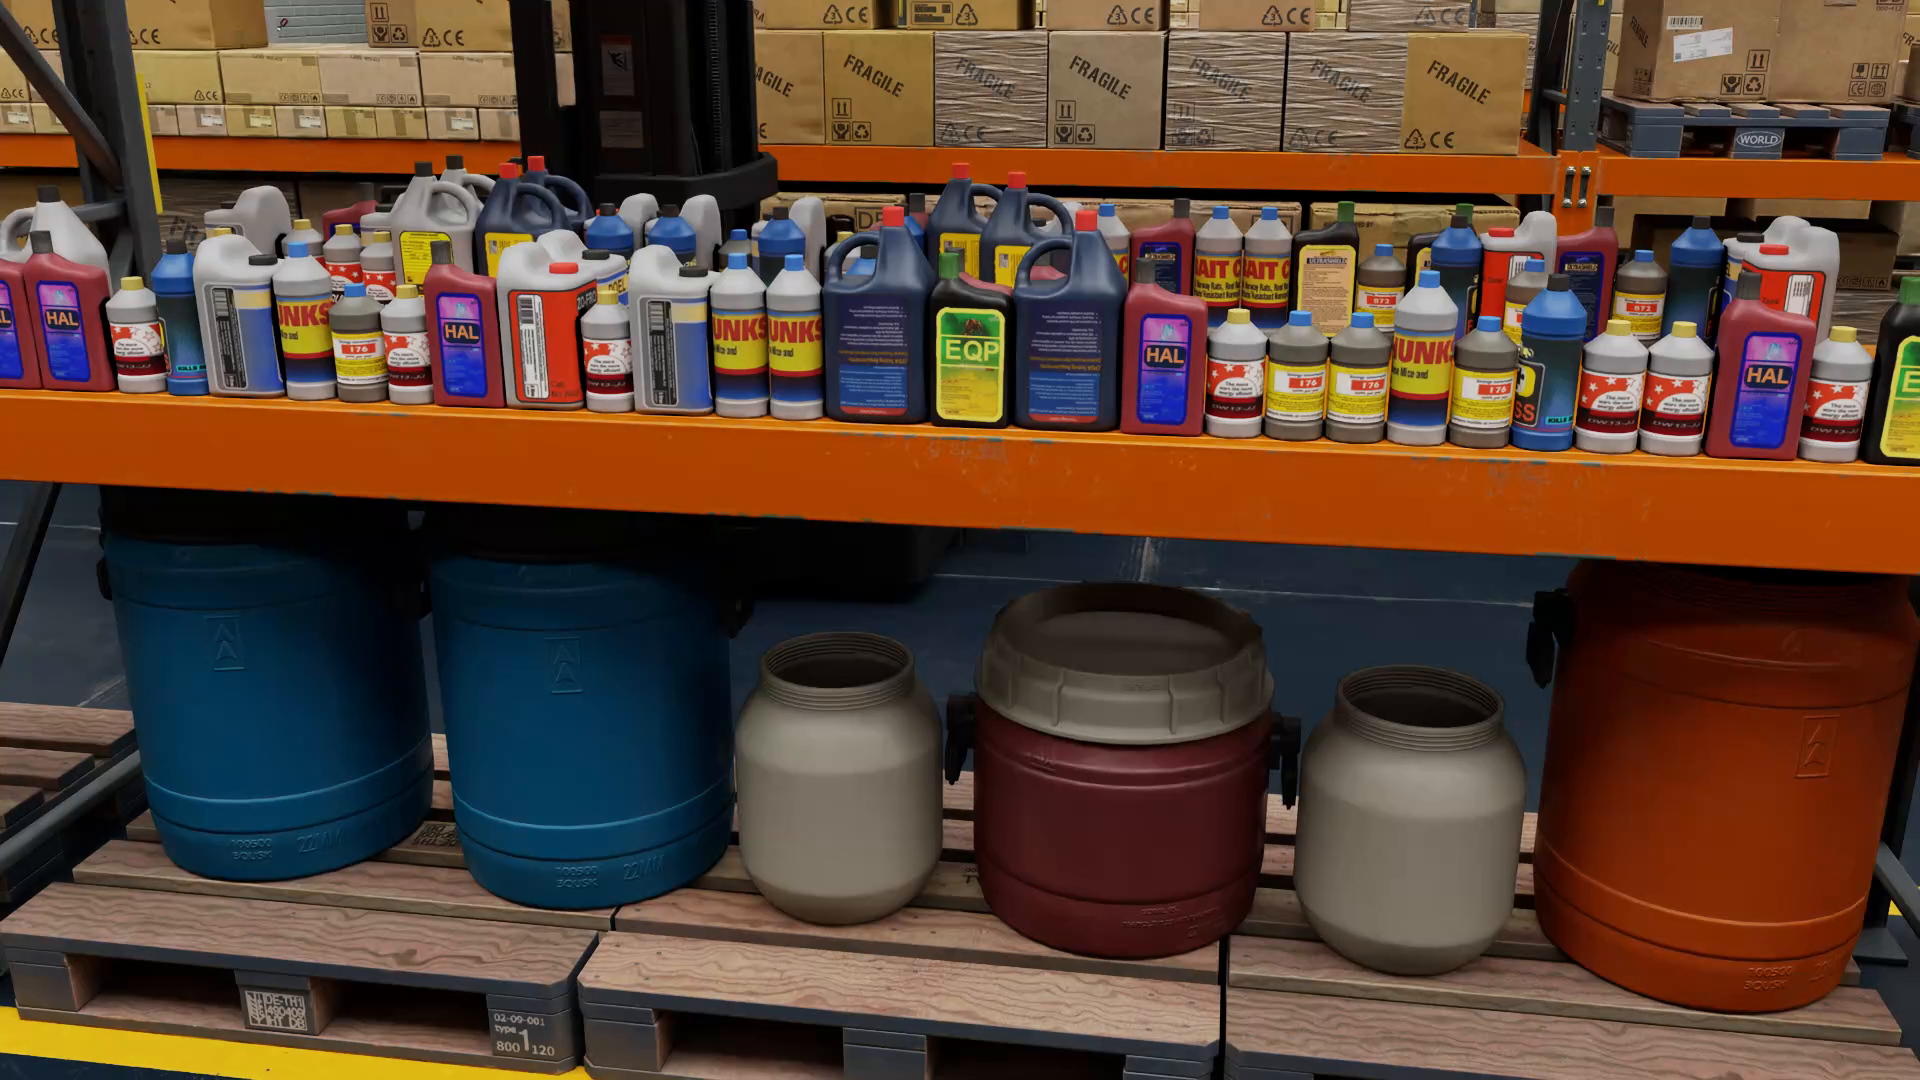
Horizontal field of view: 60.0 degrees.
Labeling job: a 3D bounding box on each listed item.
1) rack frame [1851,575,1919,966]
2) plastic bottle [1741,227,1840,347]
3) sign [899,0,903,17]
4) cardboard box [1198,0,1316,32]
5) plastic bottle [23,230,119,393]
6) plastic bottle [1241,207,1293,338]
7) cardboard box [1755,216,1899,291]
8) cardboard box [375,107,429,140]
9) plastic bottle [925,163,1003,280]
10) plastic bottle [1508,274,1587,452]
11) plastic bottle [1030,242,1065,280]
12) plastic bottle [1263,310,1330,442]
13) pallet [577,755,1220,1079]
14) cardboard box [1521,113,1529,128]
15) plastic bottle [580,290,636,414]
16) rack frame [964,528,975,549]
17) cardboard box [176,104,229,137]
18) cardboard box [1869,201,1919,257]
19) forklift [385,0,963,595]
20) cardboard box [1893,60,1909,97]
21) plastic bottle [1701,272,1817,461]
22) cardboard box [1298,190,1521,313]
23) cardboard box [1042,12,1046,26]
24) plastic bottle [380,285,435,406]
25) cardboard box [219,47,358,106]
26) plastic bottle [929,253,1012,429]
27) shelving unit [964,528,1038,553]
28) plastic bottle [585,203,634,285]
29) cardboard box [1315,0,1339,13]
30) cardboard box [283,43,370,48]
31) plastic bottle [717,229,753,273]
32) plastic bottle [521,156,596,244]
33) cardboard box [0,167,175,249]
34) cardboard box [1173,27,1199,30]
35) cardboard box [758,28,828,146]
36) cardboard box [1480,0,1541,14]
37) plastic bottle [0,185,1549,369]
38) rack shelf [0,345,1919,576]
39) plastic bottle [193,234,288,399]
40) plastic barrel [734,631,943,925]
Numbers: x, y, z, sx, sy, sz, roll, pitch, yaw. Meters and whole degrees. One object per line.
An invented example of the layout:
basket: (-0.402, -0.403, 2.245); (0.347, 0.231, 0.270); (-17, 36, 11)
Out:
rack frame: (1.927, -0.424, 2.842); (0.127, 3.000, 1.000); (3, 19, 9)
plastic bottle: (1.527, -0.440, 3.087); (0.135, 0.276, 0.152); (3, 19, 9)
sign: (-0.428, -3.966, 12.063); (0.005, 0.325, 0.100); (3, 19, 9)
cardboard box: (1.351, -2.574, 7.530); (0.637, 0.503, 0.797); (3, 19, 10)
plastic bottle: (-1.596, -0.411, 2.987); (0.133, 0.283, 0.061); (3, 19, 9)
plastic bottle: (0.625, -0.542, 3.397); (0.097, 0.271, 0.097); (0, 18, 0)
cardboard box: (3.905, -1.306, 7.544); (0.500, 0.250, 0.500); (5, 19, 15)
cardboard box: (-2.606, -2.022, 8.014); (0.250, 0.149, 0.380); (3, 19, 10)
plastic bottle: (0.025, -0.602, 3.453); (0.185, 0.351, 0.144); (3, 19, 9)
plastic bottle: (0.929, -0.282, 2.622); (0.097, 0.271, 0.097); (0, 18, 0)
plastic bottle: (0.172, -0.367, 2.856); (0.133, 0.283, 0.061); (3, 19, 9)
plastic bottle: (0.545, -0.269, 2.692); (0.097, 0.201, 0.097); (0, 18, 0)
pallet: (-0.059, 0.810, 3.549); (1.213, 0.211, 1.003); (3, 19, 9)
cardboard box: (6.993, -5.608, 21.418); (0.625, 0.625, 0.875); (2, 19, 6)
plastic bottle: (-0.601, -0.327, 2.866); (0.097, 0.201, 0.097); (0, 18, 0)
rack frame: (0.036, -0.495, 6.129); (0.008, 1.050, 0.200); (3, 19, 10)
cardboard box: (-3.618, -2.074, 8.169); (0.250, 0.149, 0.380); (3, 19, 8)
cardboard box: (6.922, -2.458, 11.806); (0.750, 0.750, 1.050); (3, 19, 8)
forklift: (-1.500, -1.413, 5.907); (3.031, 2.935, 1.130); (3, 19, 10)
cardboard box: (4.402, -2.111, 7.436); (0.258, 0.266, 0.396); (2, 19, 7)
plastic bottle: (1.233, -0.267, 2.556); (0.133, 0.283, 0.061); (3, 19, 9)
cardboard box: (2.035, -1.208, 7.873); (0.875, 0.875, 1.225); (2, 19, 6)
cardboard box: (0.734, -3.744, 12.032); (0.250, 0.149, 0.380); (2, 19, 6)
plastic bottle: (-0.962, -0.345, 2.921); (0.097, 0.201, 0.097); (0, 18, 0)
cardboard box: (-3.229, -2.264, 8.110); (0.500, 0.250, 0.500); (3, 19, 8)
plastic bottle: (0.018, -0.328, 2.741); (0.133, 0.283, 0.061); (3, 19, 9)
shelving unit: (0.156, -0.488, 6.108); (0.252, 1.050, 0.215); (3, 19, 10)
plastic bottle: (-0.724, -0.561, 3.457); (0.097, 0.271, 0.097); (0, 18, 0)
cardboard box: (2.537, -3.794, 11.711); (0.250, 0.149, 0.380); (4, 19, 10)
cardboard box: (-3.147, -2.430, 8.607); (0.500, 0.250, 0.500); (3, 19, 9)
plastic bottle: (-0.471, -0.564, 3.575); (0.097, 0.201, 0.097); (0, 18, 0)
plastic bottle: (-0.880, -0.648, 3.591); (0.185, 0.351, 0.144); (3, 19, 9)
cardboard box: (-4.541, -1.562, 8.932); (0.875, 0.875, 0.875); (3, 19, 9)
cardboard box: (1.260, -2.182, 7.940); (0.500, 0.500, 0.500); (3, 19, 8)
cardboard box: (-0.822, -2.122, 7.762); (0.500, 0.500, 0.500); (3, 19, 9)
cardboard box: (4.041, -4.020, 11.857); (0.500, 0.500, 0.700); (3, 19, 8)
plastic bottle: (-0.320, -0.491, 3.120); (2.872, 0.351, 0.643); (3, 19, 9)
rack shelf: (-0.047, -0.183, 3.257); (4.000, 0.370, 1.077); (3, 19, 9)
plastic bottle: (-1.264, -0.405, 2.982); (0.135, 0.276, 0.152); (3, 19, 9)
plastic barrel: (-0.245, 0.481, 3.398); (0.421, 0.512, 0.421); (0, 18, 0)
